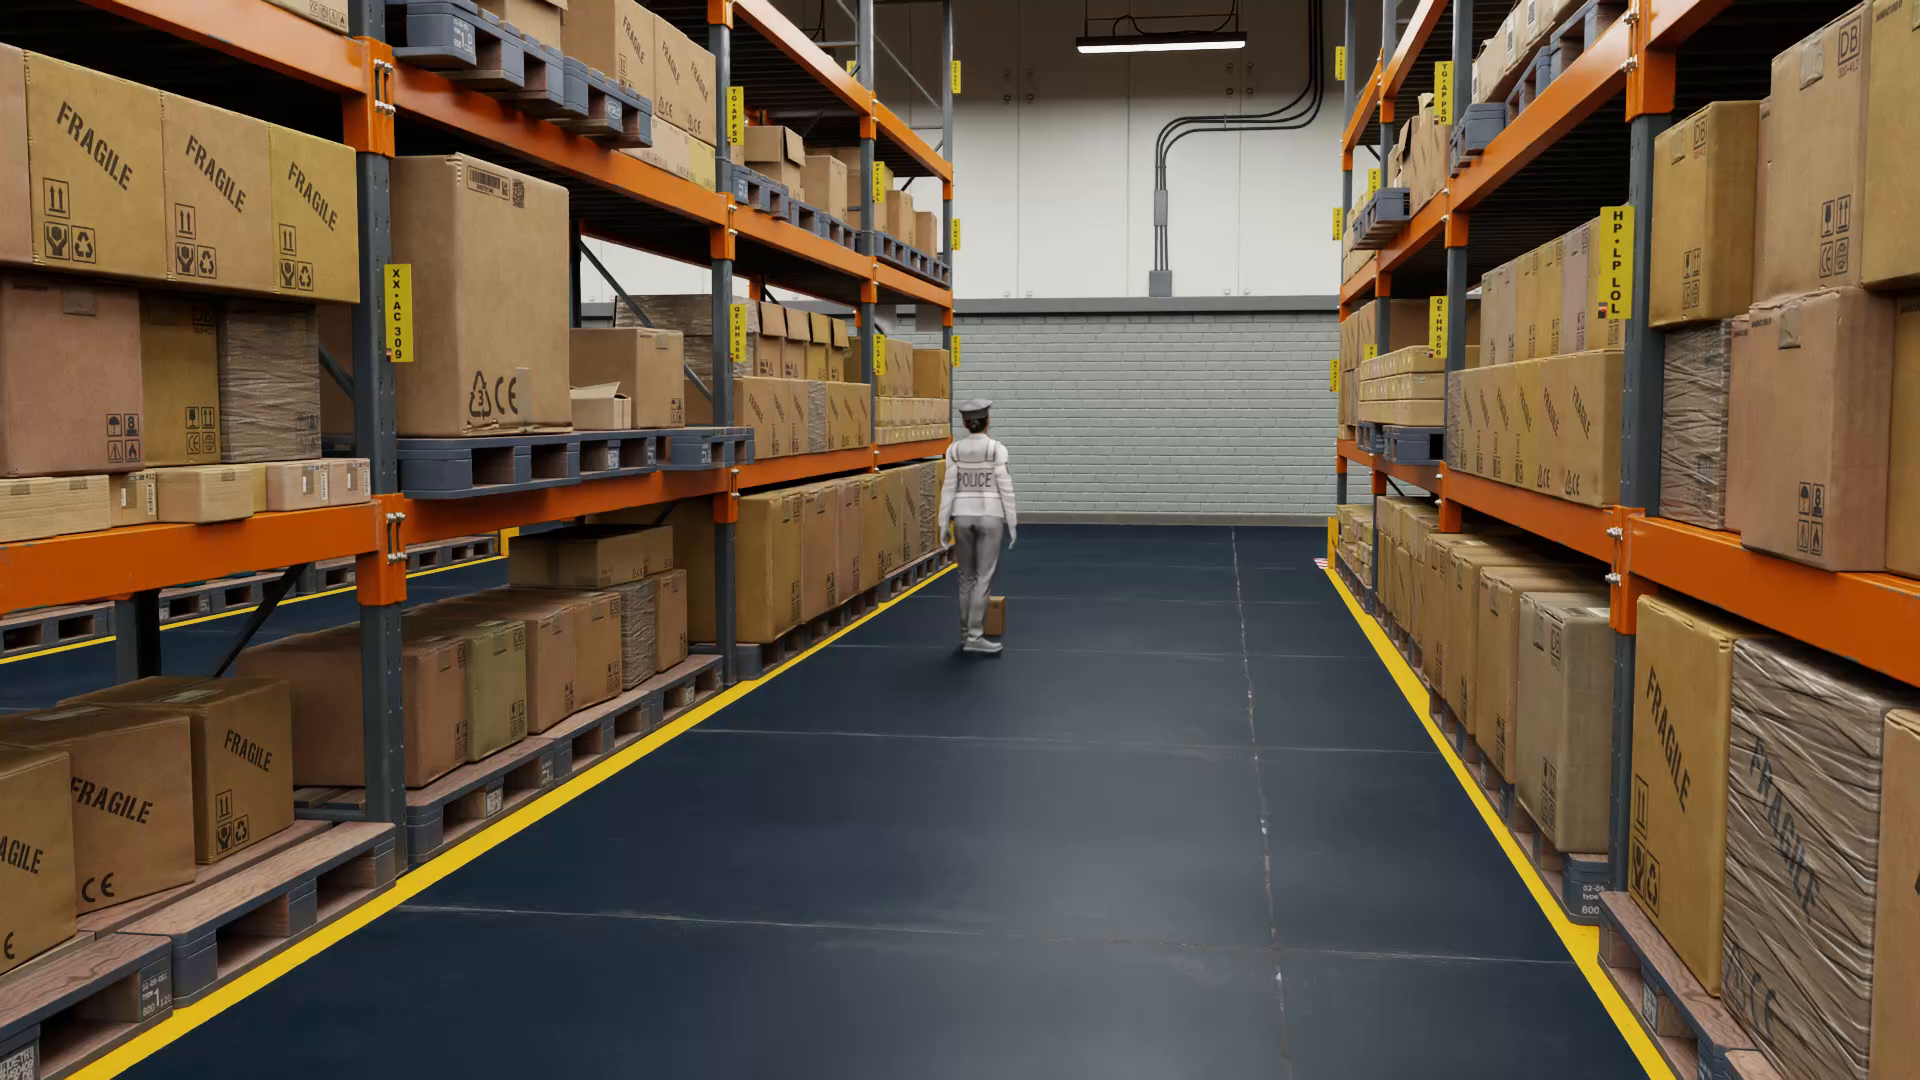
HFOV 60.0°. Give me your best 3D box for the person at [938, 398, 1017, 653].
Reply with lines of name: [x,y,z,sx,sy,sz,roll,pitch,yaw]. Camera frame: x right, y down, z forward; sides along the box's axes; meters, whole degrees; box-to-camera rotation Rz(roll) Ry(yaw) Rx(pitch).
person: [0.151,-0.105,11.026,0.520,1.663,0.642,2,5,24]
